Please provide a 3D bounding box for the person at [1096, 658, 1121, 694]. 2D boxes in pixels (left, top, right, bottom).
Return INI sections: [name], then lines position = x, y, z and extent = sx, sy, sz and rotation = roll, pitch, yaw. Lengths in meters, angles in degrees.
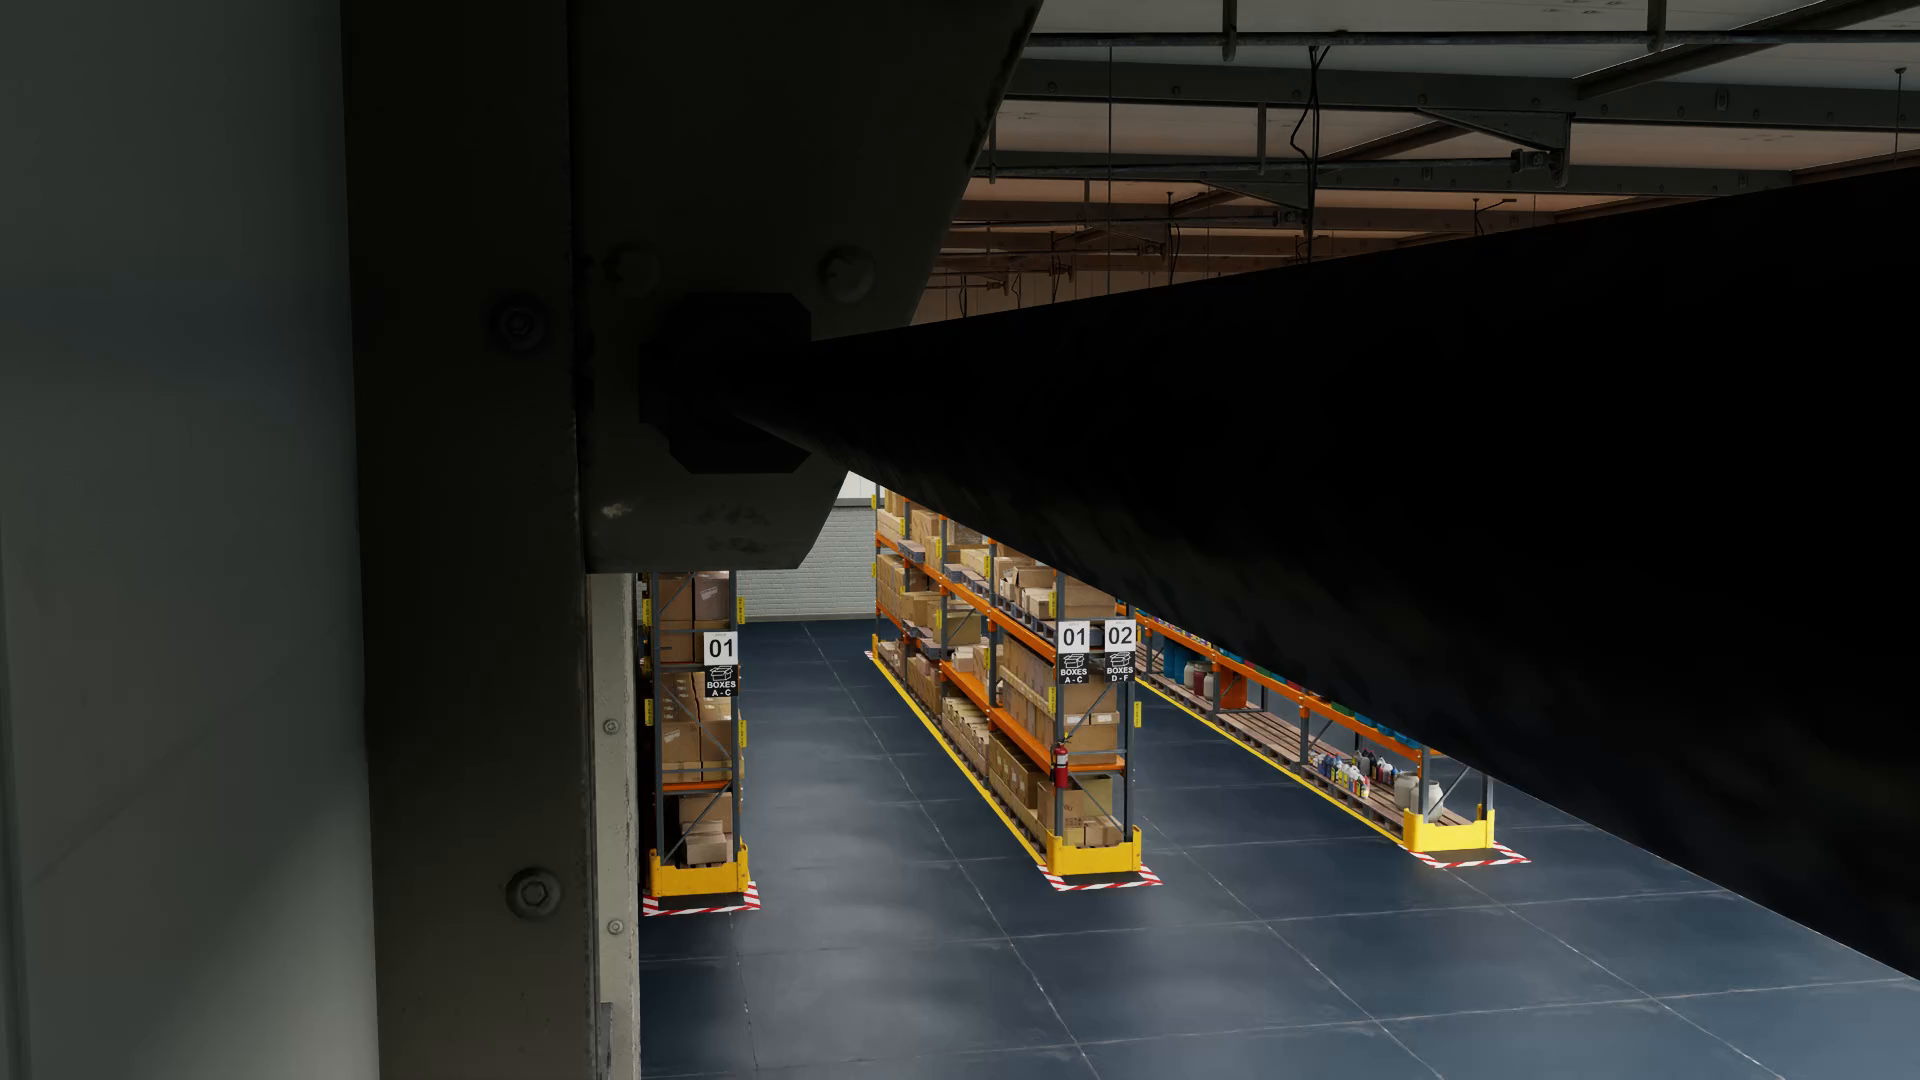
[person]
position = 2.921, 2.282, 31.455
extent = 0.691, 1.692, 0.744
rotation = -1, 6, -11
